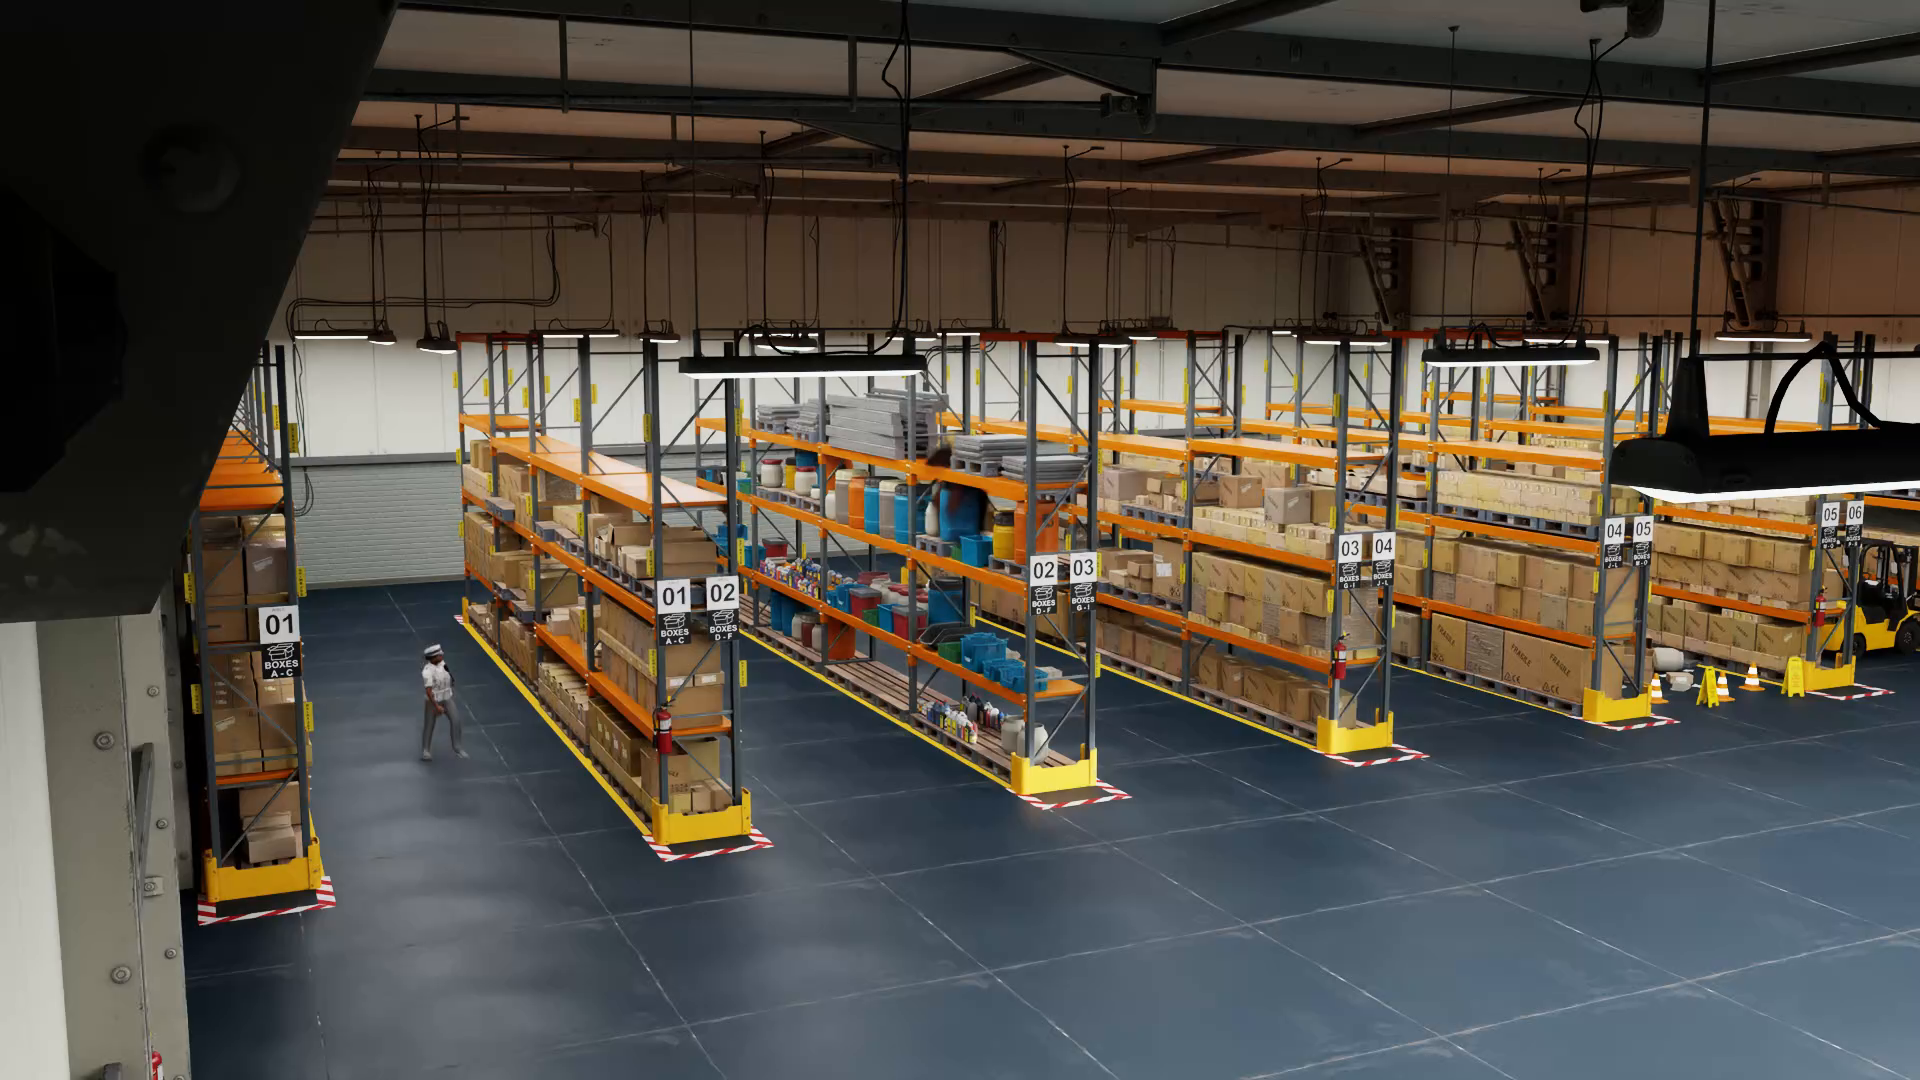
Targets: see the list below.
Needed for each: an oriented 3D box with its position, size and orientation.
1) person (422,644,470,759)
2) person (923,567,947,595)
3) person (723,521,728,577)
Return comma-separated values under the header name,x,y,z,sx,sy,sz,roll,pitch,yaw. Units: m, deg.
name,x,y,z,sx,sy,sz,roll,pitch,yaw
person,-7.434,2.328,23.854,0.618,1.708,0.574,7,10,41
person,-0.327,1.309,31.045,0.603,1.772,0.967,-3,8,-24
person,-5.214,0.400,37.899,0.365,1.713,0.502,6,10,39
